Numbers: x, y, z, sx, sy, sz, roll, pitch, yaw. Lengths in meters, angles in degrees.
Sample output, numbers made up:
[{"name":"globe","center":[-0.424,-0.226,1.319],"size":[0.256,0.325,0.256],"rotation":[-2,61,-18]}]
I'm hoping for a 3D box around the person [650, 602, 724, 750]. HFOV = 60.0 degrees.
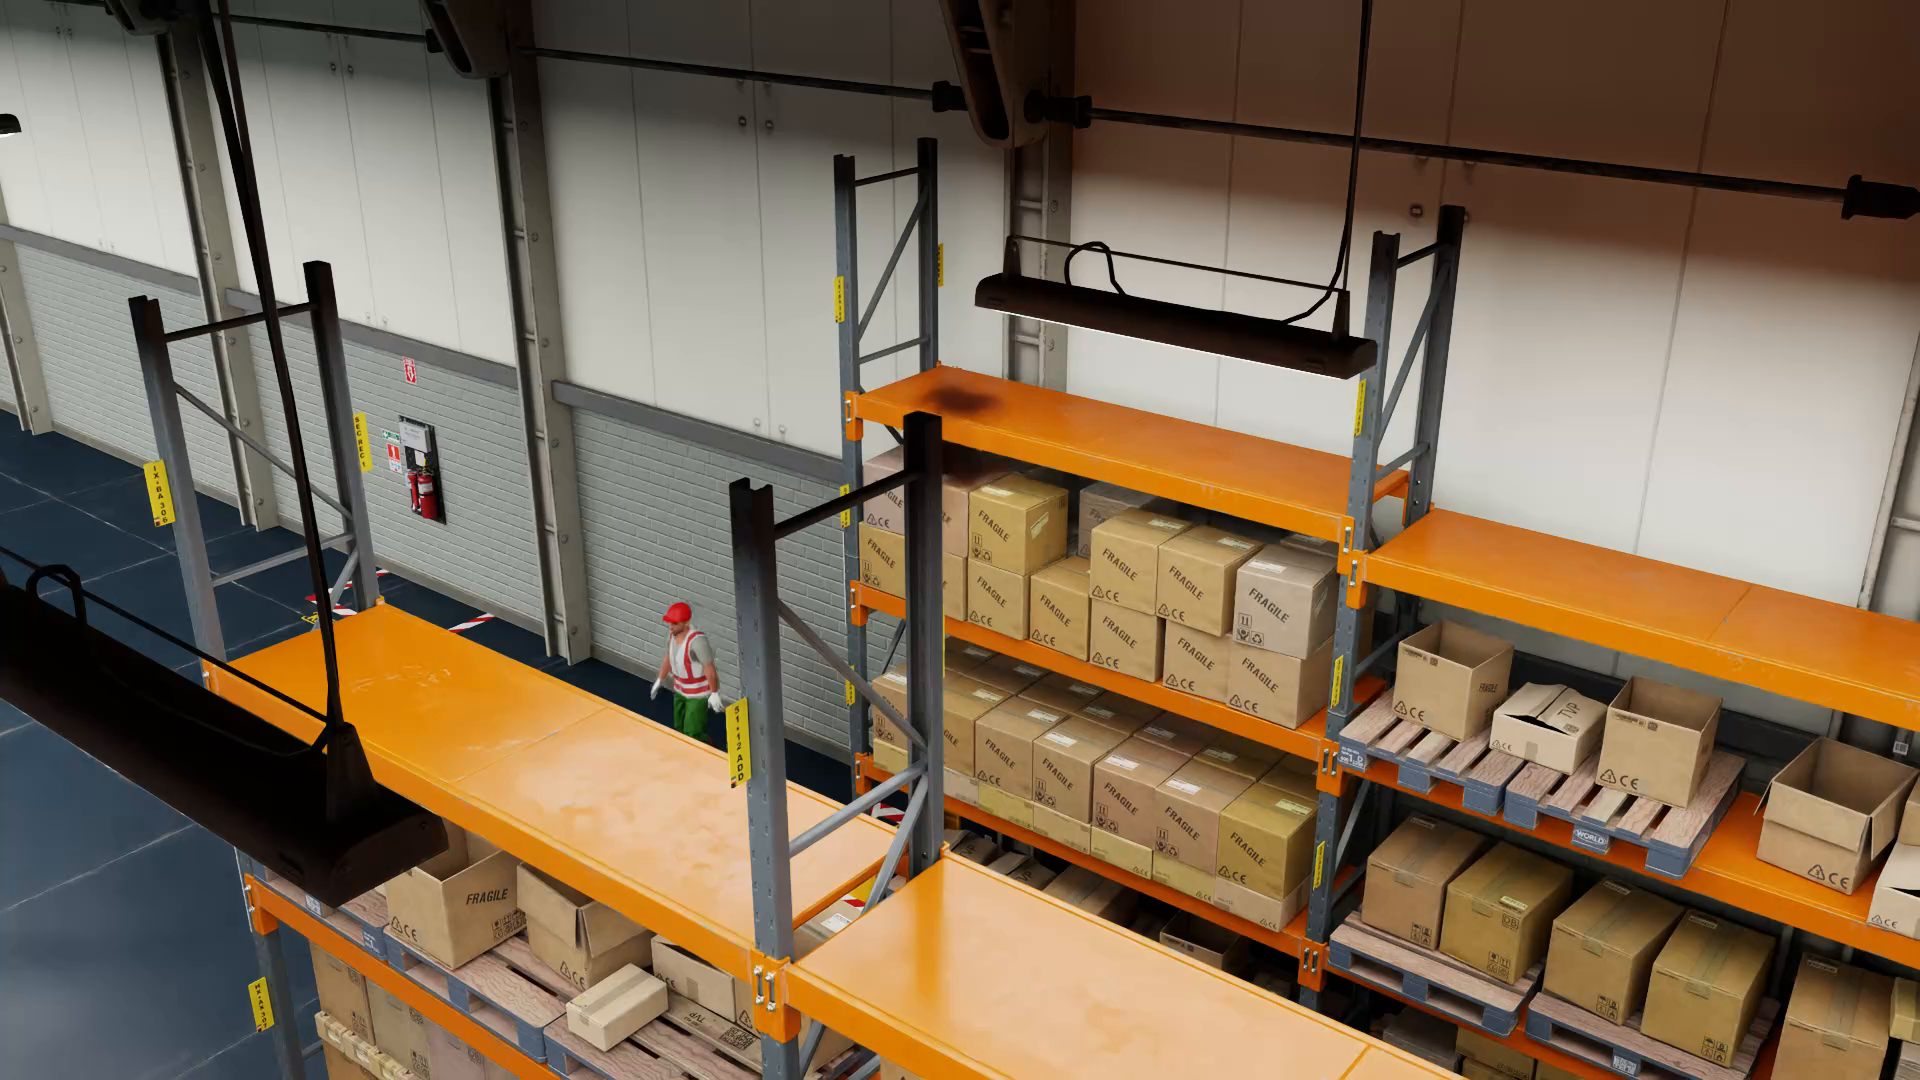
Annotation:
[{"name":"person","center":[-2.461,1.377,15.049],"size":[0.539,1.787,0.732],"rotation":[-19,29,-38]}]
